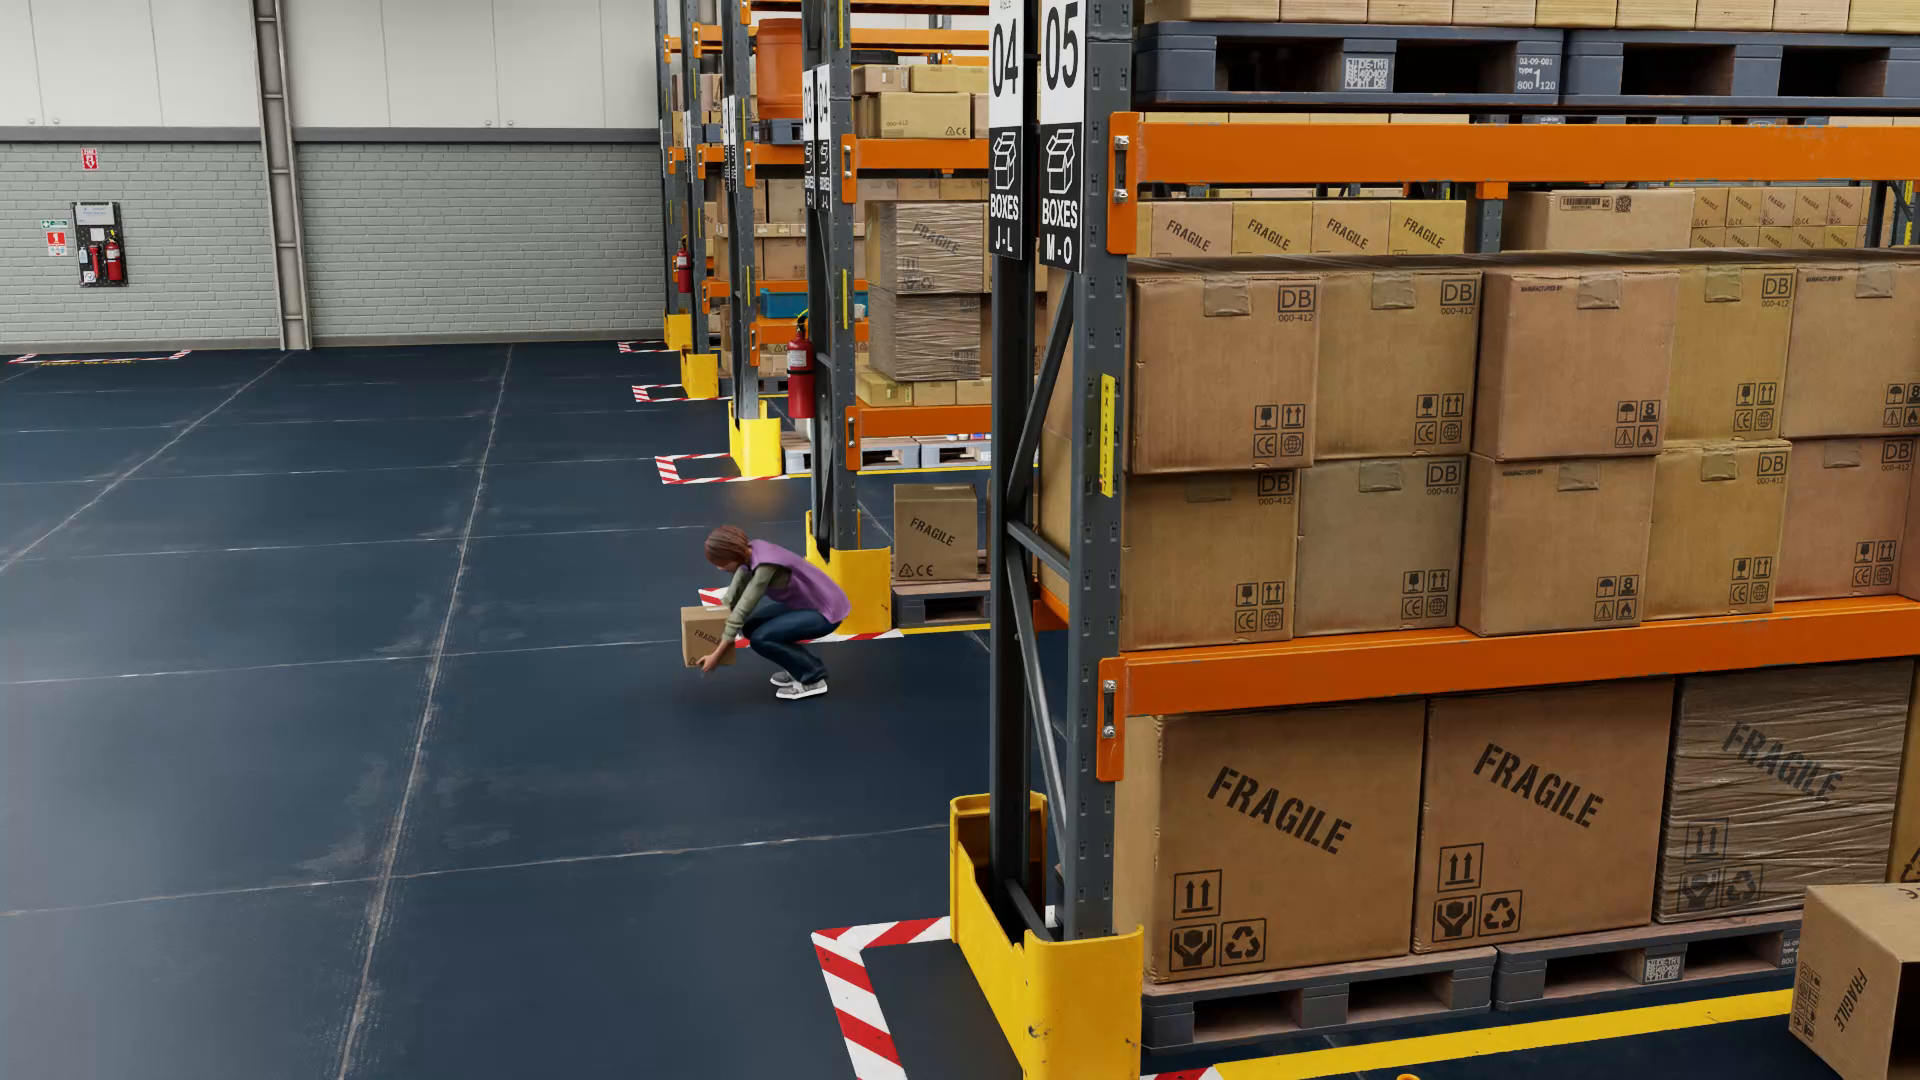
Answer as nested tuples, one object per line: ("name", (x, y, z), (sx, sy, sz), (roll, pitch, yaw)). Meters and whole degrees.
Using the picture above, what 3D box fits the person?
("person", (-0.962, 0.358, 8.532), (0.822, 0.896, 0.423), (-3, 13, -14))
